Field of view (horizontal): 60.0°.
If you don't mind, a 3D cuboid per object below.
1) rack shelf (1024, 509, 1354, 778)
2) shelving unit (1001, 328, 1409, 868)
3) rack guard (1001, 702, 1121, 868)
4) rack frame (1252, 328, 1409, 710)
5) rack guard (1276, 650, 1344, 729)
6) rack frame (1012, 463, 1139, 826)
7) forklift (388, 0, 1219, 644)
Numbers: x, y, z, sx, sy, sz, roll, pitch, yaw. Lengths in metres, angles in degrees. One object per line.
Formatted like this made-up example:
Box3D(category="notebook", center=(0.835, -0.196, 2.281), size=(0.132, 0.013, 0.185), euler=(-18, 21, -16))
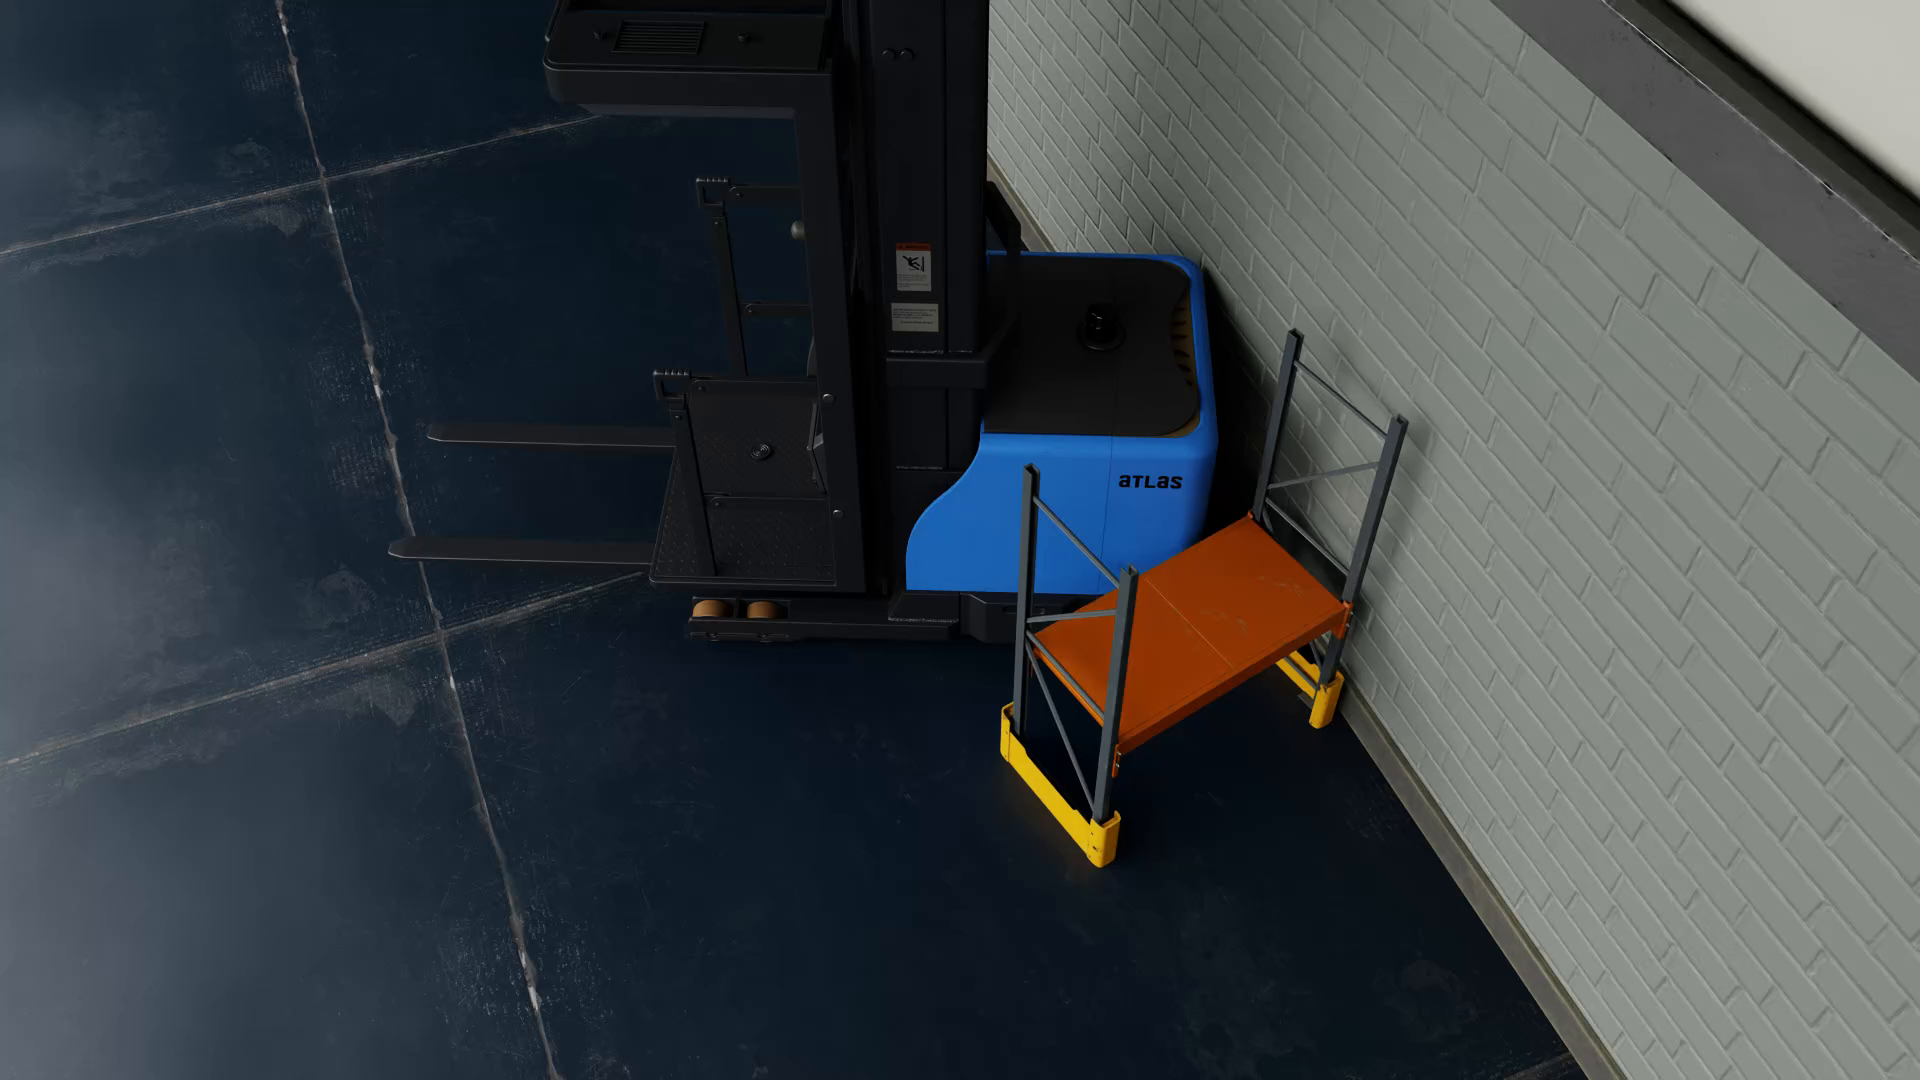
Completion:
Box3D(category="rack shelf", center=(0.755, 0.326, 5.560), size=(1.000, 0.185, 0.538), euler=(-28, 55, -22))
Box3D(category="shelving unit", center=(0.747, 0.212, 5.420), size=(1.083, 1.500, 0.587), euler=(-28, 55, -22))
Box3D(category="rack guard", center=(0.337, 0.834, 5.710), size=(0.087, 0.250, 0.587), euler=(-28, 55, -22))
Box3D(category="rack frame", center=(1.173, -0.010, 5.611), size=(0.032, 1.500, 0.500), euler=(-28, 55, -22))
Box3D(category="rack guard", center=(1.157, 0.405, 6.078), size=(0.087, 0.250, 0.587), euler=(-28, 55, -22))
Box3D(category="rack frame", center=(0.336, 0.427, 5.235), size=(0.032, 1.500, 0.500), euler=(-28, 55, -22))
Box3D(category="forklift", center=(-0.629, -0.971, 5.493), size=(3.031, 2.935, 1.130), euler=(1, 49, 1))
